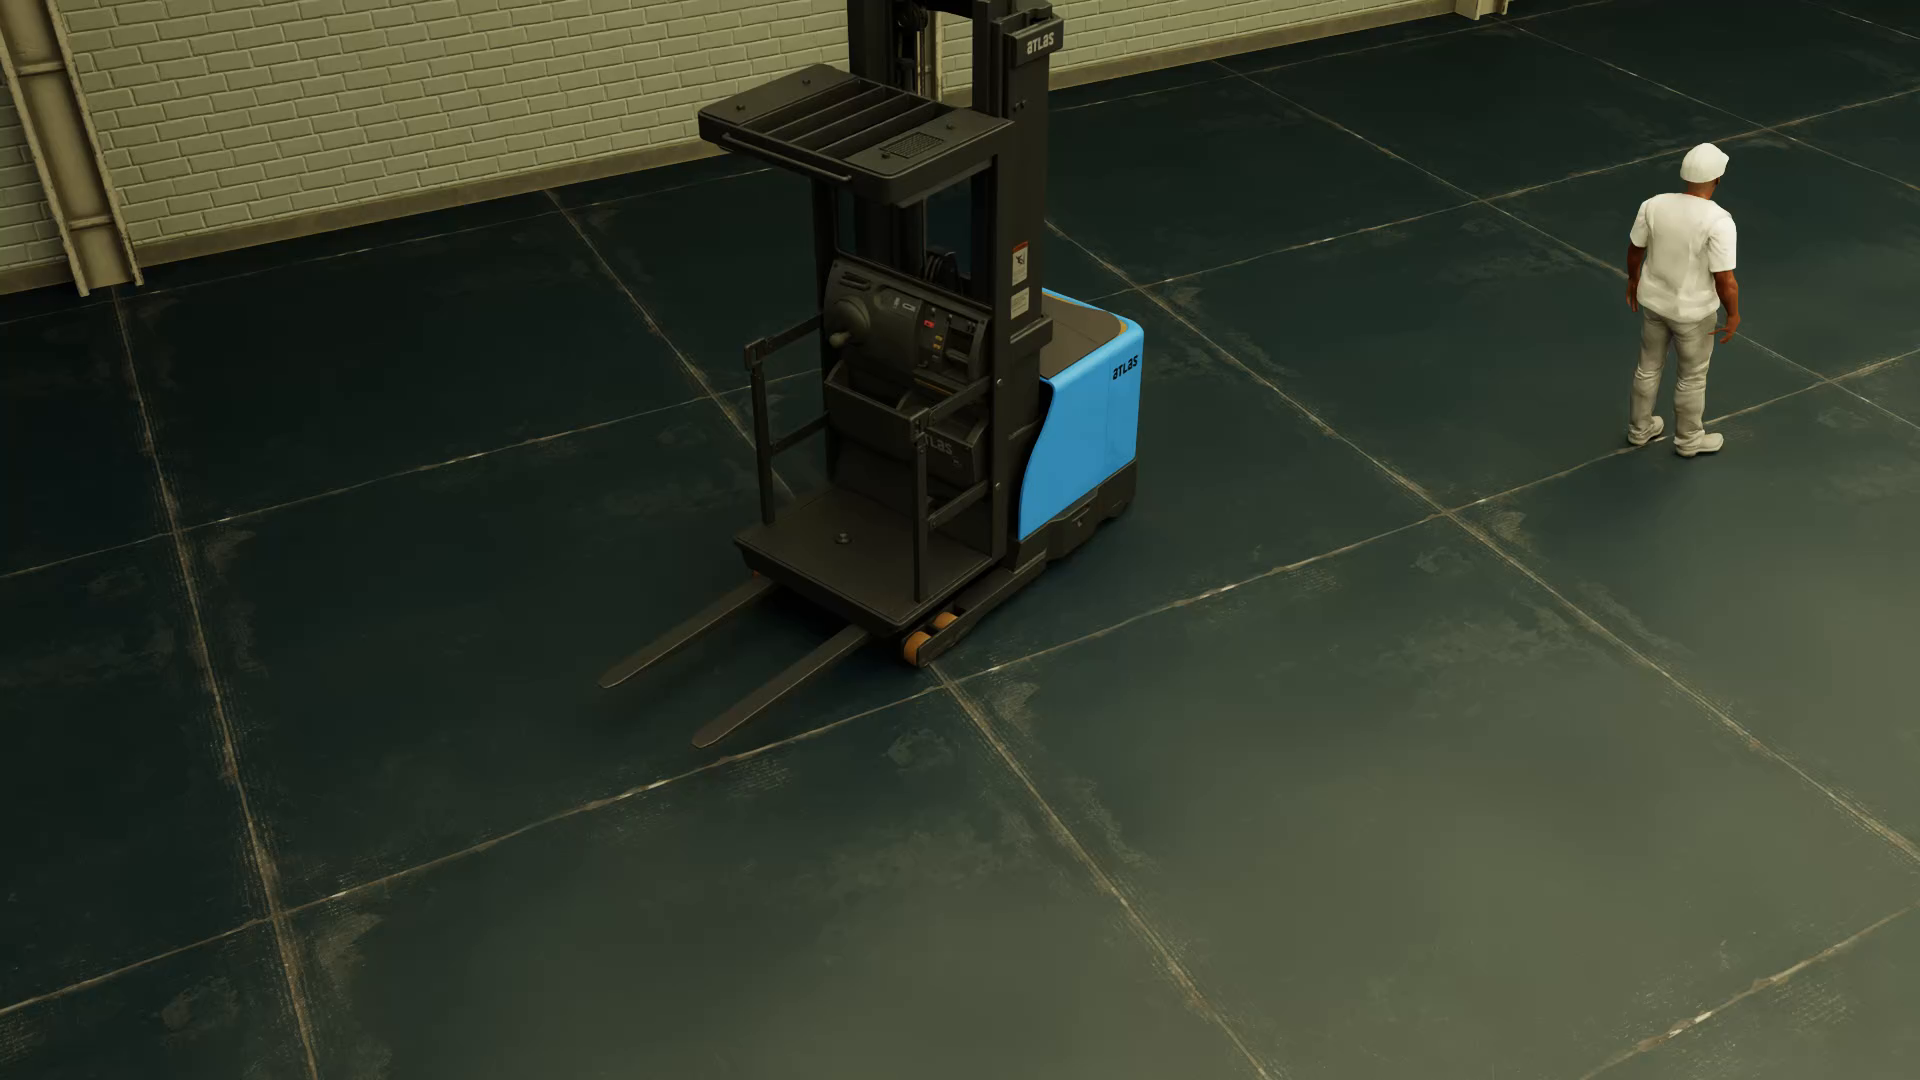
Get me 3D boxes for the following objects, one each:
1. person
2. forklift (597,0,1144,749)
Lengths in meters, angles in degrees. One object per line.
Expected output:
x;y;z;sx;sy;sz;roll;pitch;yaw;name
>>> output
3.917;-1.301;8.961;0.574;1.769;0.665;-22;41;-28;person
-0.390;-0.927;7.434;1.130;2.935;3.031;26;43;31;forklift
